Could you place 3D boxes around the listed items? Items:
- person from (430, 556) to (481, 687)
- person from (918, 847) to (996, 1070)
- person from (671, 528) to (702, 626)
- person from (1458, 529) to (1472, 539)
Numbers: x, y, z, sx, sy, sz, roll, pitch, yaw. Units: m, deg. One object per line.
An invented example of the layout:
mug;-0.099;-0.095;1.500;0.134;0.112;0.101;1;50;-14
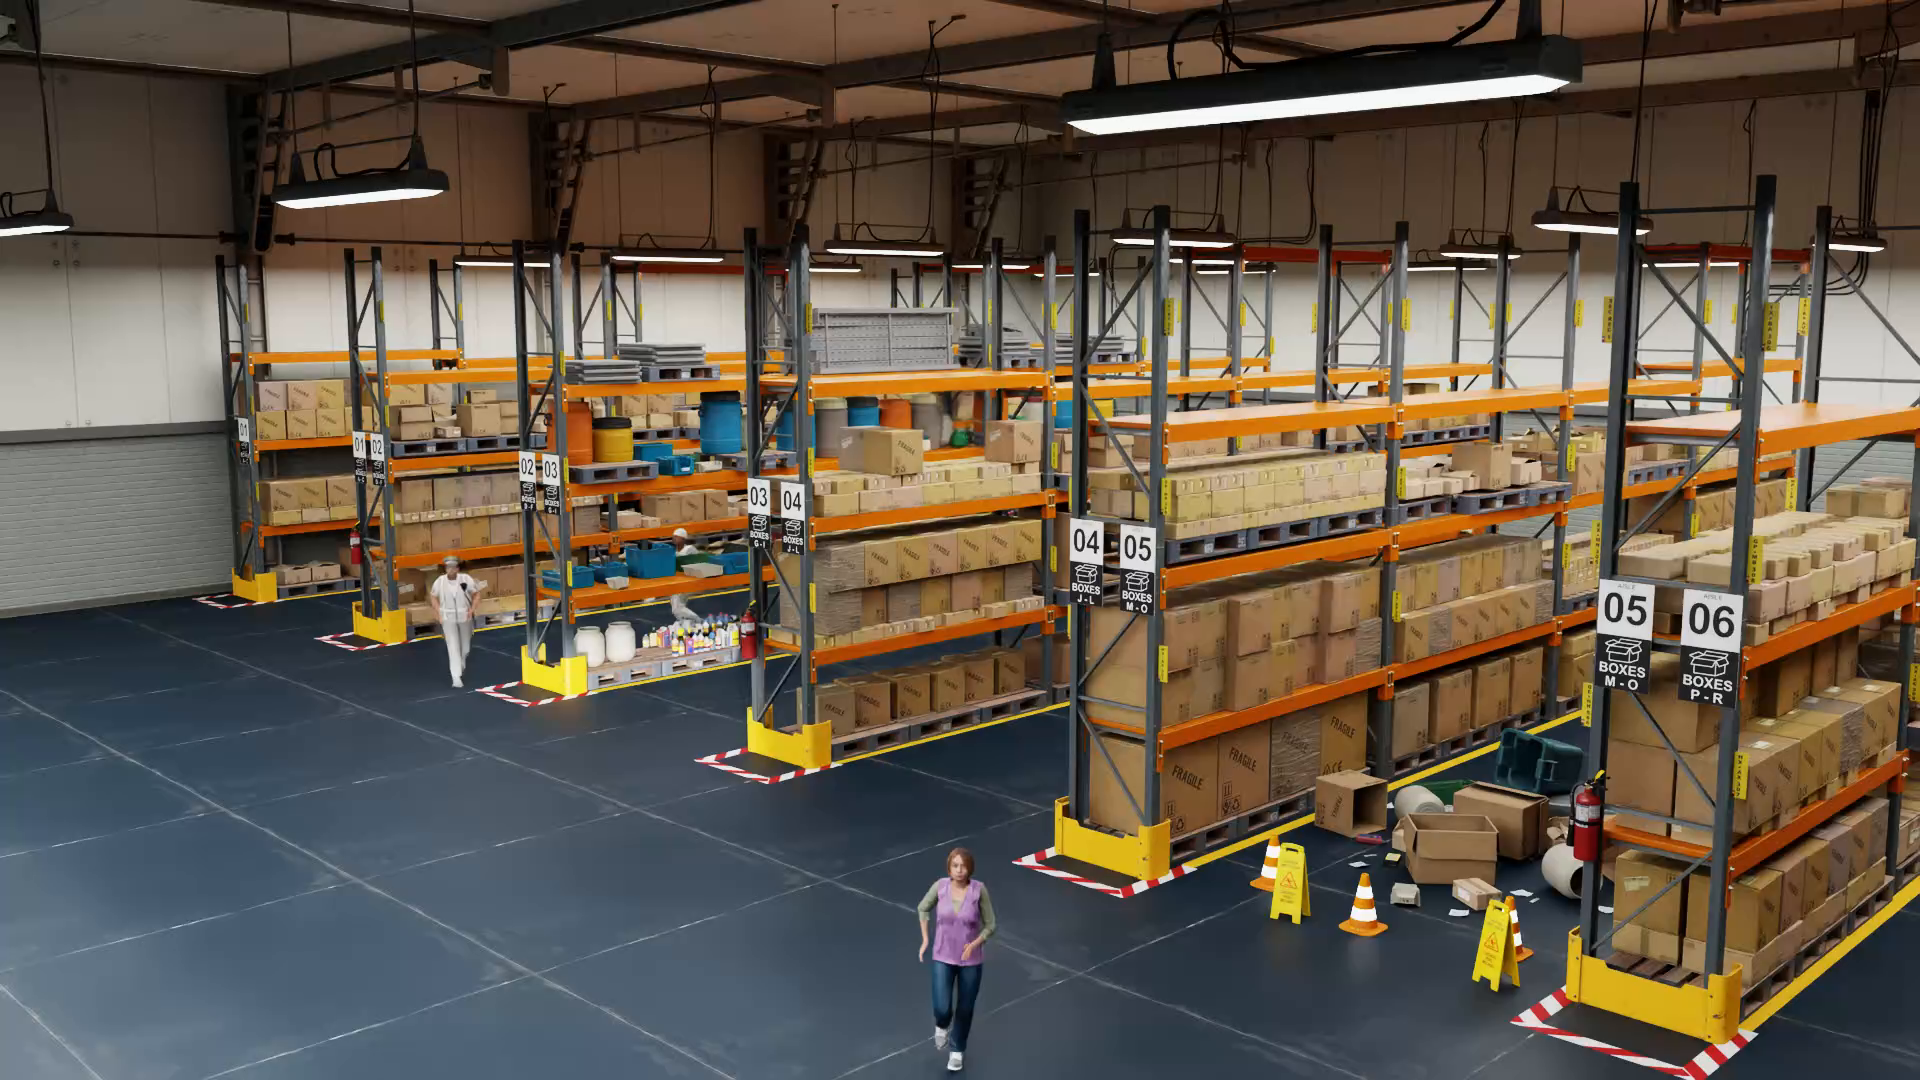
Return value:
person;-6.916;1.080;22.835;0.658;1.800;0.786;-3;9;-18
person;-0.034;2.841;11.163;0.521;1.534;0.537;0;8;2
person;-4.293;0.680;25.605;0.590;1.740;0.682;-7;11;-43
person;7.934;0.613;26.218;0.703;1.723;0.587;7;11;41
